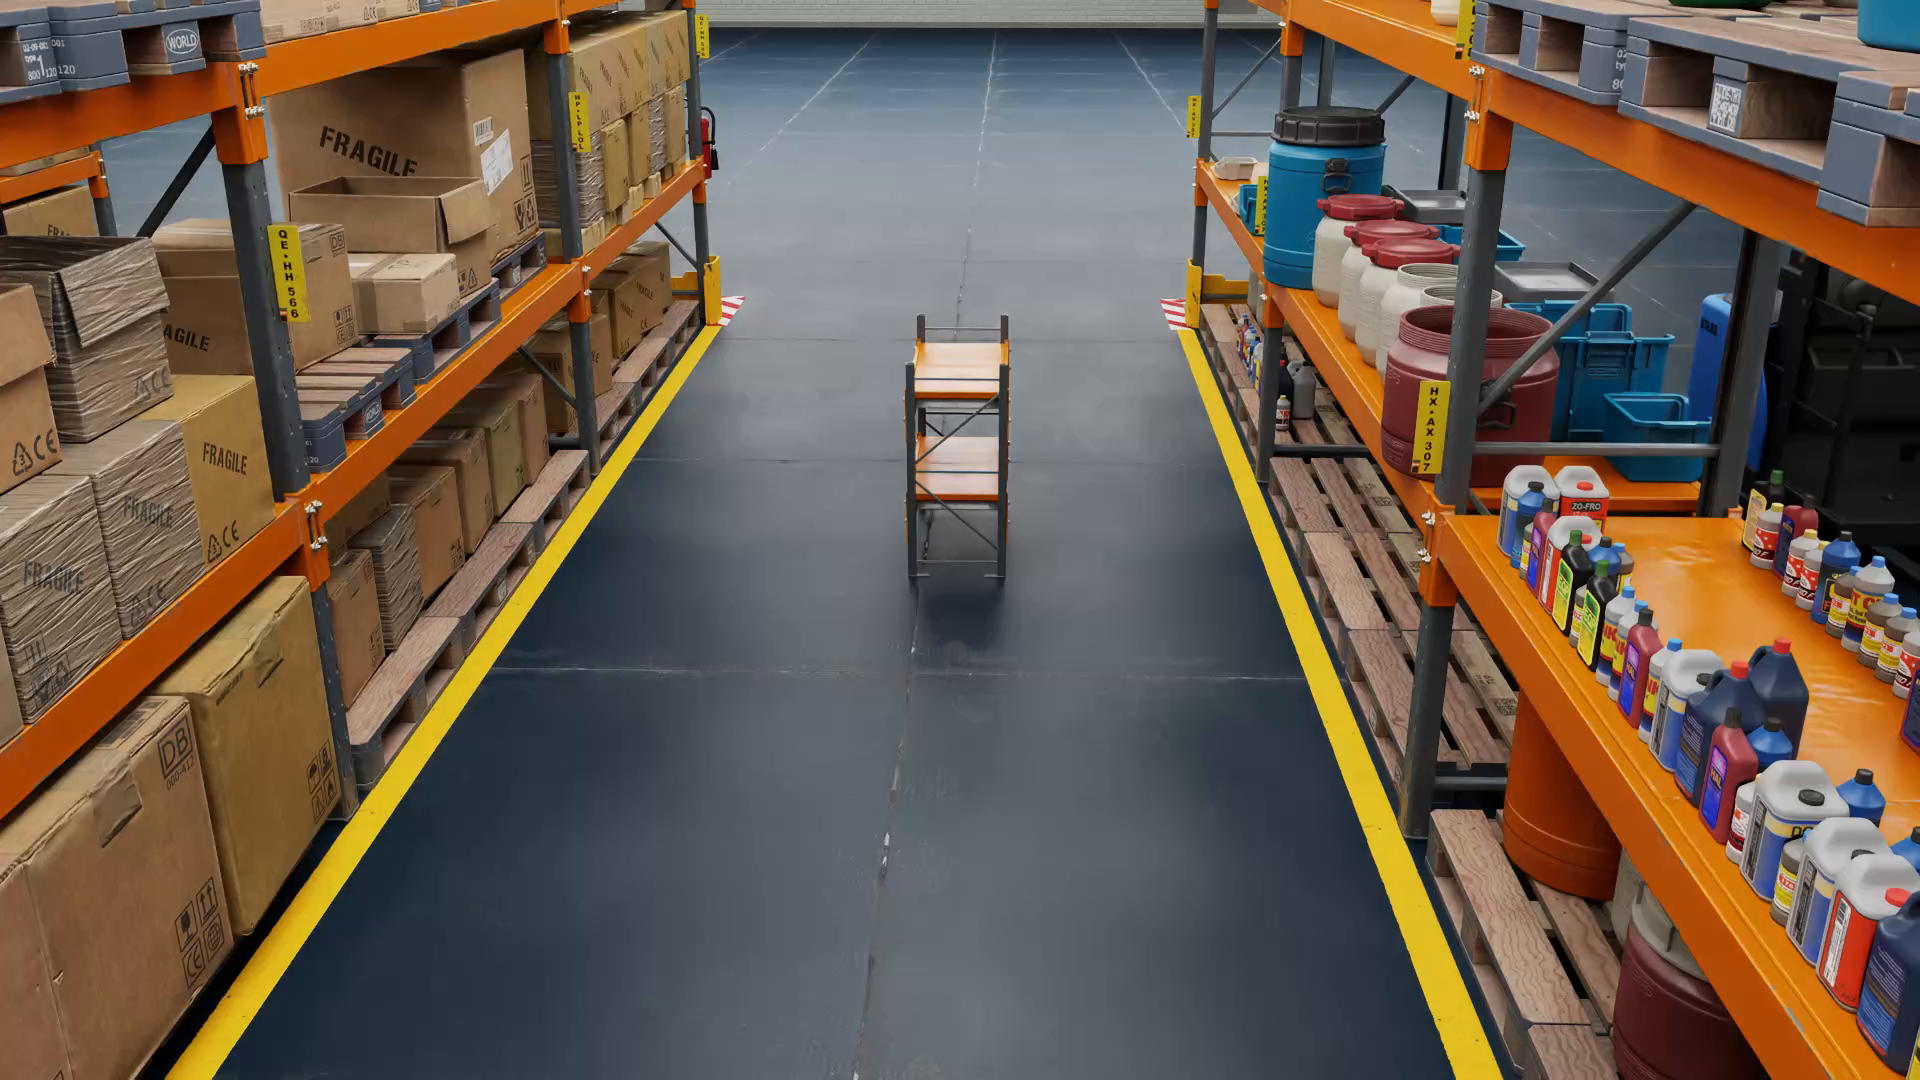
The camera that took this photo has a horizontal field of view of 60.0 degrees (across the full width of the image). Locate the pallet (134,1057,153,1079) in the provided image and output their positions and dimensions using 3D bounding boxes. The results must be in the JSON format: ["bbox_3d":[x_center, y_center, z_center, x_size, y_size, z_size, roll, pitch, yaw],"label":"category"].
[{"bbox_3d":[-2.943,1.669,4.436,1.003,0.211,1.213,1,21,2],"label":"pallet"}]

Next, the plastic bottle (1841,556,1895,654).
[{"bbox_3d":[2.520,0.176,4.607,0.097,0.271,0.097,0,21,0],"label":"plastic bottle"}]

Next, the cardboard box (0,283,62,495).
[{"bbox_3d":[-2.865,-0.370,4.311,0.797,0.503,0.637,1,21,3],"label":"cardboard box"}]

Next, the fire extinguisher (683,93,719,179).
[{"bbox_3d":[-2.097,-3.248,13.361,0.296,0.674,0.183,1,21,2],"label":"fire extinguisher"}]

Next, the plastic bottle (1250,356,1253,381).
[{"bbox_3d":[2.001,-1.172,11.162,0.097,0.201,0.097,0,21,0],"label":"plastic bottle"}]

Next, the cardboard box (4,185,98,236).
[{"bbox_3d":[-7.470,-2.298,13.163,0.875,0.875,0.875,1,21,2],"label":"cardboard box"}]

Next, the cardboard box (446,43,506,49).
[{"bbox_3d":[-2.944,-2.619,9.700,0.500,0.500,0.500,1,21,2],"label":"cardboard box"}]

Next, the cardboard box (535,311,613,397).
[{"bbox_3d":[-2.620,-1.184,10.807,0.500,0.500,0.500,8,22,19],"label":"cardboard box"}]

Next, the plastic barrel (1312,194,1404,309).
[{"bbox_3d":[2.020,-1.467,8.475,0.433,0.535,0.433,0,21,0],"label":"plastic barrel"}]

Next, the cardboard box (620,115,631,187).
[{"bbox_3d":[-2.642,-2.511,10.805,0.875,0.500,0.500,1,21,2],"label":"cardboard box"}]

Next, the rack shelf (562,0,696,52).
[{"bbox_3d":[-2.622,-3.588,10.977,1.077,0.370,4.000,1,21,2],"label":"rack shelf"}]

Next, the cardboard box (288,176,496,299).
[{"bbox_3d":[-2.643,-1.418,7.813,0.797,0.503,0.637,3,21,7],"label":"cardboard box"}]

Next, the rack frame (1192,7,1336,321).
[{"bbox_3d":[2.390,-3.193,13.113,1.000,3.000,0.127,1,21,2],"label":"rack frame"}]

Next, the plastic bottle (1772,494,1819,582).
[{"bbox_3d":[2.554,-0.012,5.075,0.061,0.283,0.133,1,21,2],"label":"plastic bottle"}]

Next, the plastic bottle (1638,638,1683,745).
[{"bbox_3d":[1.744,0.371,4.104,0.097,0.271,0.097,0,21,0],"label":"plastic bottle"}]

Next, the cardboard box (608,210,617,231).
[{"bbox_3d":[-2.377,-2.030,10.463,0.380,0.149,0.250,1,21,2],"label":"cardboard box"}]

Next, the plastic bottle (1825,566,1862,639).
[{"bbox_3d":[2.523,0.173,4.711,0.097,0.201,0.097,0,21,0],"label":"plastic bottle"}]

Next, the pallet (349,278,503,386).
[{"bbox_3d":[-2.785,-0.982,7.679,1.003,0.211,1.213,1,21,2],"label":"pallet"}]

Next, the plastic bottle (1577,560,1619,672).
[{"bbox_3d":[1.740,0.205,4.515,0.061,0.283,0.133,1,21,2],"label":"plastic bottle"}]

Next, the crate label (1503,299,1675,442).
[{"bbox_3d":[2.447,-0.674,6.570,0.502,0.435,0.616,1,21,2],"label":"crate label"}]

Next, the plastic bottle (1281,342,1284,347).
[{"bbox_3d":[2.131,-1.166,11.034,0.061,0.283,0.133,1,21,2],"label":"plastic bottle"}]

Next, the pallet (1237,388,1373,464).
[{"bbox_3d":[2.330,-0.690,10.514,1.003,0.211,1.213,1,21,2],"label":"pallet"}]

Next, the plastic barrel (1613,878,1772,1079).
[{"bbox_3d":[2.114,1.213,4.509,0.600,0.588,0.708,1,21,2],"label":"plastic barrel"}]

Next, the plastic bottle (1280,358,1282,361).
[{"bbox_3d":[2.006,-1.023,10.572,0.144,0.351,0.185,0,21,-1],"label":"plastic bottle"}]

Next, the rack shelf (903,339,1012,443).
[{"bbox_3d":[0.000,-0.795,8.713,0.538,0.278,1.000,1,21,2],"label":"rack shelf"}]

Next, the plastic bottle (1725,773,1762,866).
[{"bbox_3d":[1.728,0.603,3.604,0.097,0.201,0.097,0,21,0],"label":"plastic bottle"}]

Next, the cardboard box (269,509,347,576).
[{"bbox_3d":[-2.814,0.013,6.660,0.500,0.250,0.500,1,21,4],"label":"cardboard box"}]

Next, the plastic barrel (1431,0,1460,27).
[{"bbox_3d":[1.952,-2.097,6.332,0.301,0.262,0.301,0,21,0],"label":"plastic barrel"}]

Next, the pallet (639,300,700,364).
[{"bbox_3d":[-2.623,-1.627,12.931,1.003,0.211,1.213,1,21,2],"label":"pallet"}]

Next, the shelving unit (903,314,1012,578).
[{"bbox_3d":[0.000,-0.522,8.819,0.538,1.125,1.048,1,21,2],"label":"shelving unit"}]

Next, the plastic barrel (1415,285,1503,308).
[{"bbox_3d":[1.964,-0.727,6.602,0.421,0.512,0.421,0,21,0],"label":"plastic barrel"}]

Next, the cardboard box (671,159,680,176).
[{"bbox_3d":[-2.327,-2.844,12.560,0.380,0.149,0.250,1,21,2],"label":"cardboard box"}]

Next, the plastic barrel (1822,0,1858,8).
[{"bbox_3d":[2.260,-1.441,4.061,0.301,0.262,0.301,0,21,0],"label":"plastic barrel"}]

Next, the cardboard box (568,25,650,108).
[{"bbox_3d":[-2.381,-3.156,11.083,0.500,0.500,0.500,1,21,2],"label":"cardboard box"}]

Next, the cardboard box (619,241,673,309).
[{"bbox_3d":[-2.597,-2.053,13.048,0.500,0.500,0.500,5,22,12],"label":"cardboard box"}]

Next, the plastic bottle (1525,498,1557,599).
[{"bbox_3d":[1.755,0.025,4.980,0.061,0.283,0.133,1,21,2],"label":"plastic bottle"}]

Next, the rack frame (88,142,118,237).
[{"bbox_3d":[-7.515,-3.339,13.488,1.000,3.000,0.127,1,21,2],"label":"rack frame"}]

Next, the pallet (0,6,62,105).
[{"bbox_3d":[-2.802,-1.028,3.646,1.003,0.211,1.213,2,21,4],"label":"pallet"}]

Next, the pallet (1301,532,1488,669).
[{"bbox_3d":[2.249,0.279,8.017,1.003,0.211,1.213,1,21,2],"label":"pallet"}]

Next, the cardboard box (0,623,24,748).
[{"bbox_3d":[-2.621,0.331,3.891,0.500,0.500,0.500,1,21,3],"label":"cardboard box"}]

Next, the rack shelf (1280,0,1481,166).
[{"bbox_3d":[2.207,-2.087,7.109,1.077,0.370,4.000,1,21,2],"label":"rack shelf"}]

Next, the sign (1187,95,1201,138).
[{"bbox_3d":[1.840,-3.330,13.082,0.100,0.325,0.005,1,21,2],"label":"sign"}]

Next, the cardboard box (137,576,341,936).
[{"bbox_3d":[-2.846,0.689,5.464,1.225,0.875,0.875,0,21,-1],"label":"cardboard box"}]

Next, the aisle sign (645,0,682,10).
[{"bbox_3d":[-2.259,-4.479,12.832,0.394,0.787,0.004,1,21,2],"label":"aisle sign"}]

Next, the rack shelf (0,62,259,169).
[{"bbox_3d":[-2.865,-0.695,3.522,1.077,0.370,4.000,1,21,2],"label":"rack shelf"}]

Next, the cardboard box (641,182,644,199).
[{"bbox_3d":[-2.381,-2.392,11.395,0.380,0.149,0.250,1,21,2],"label":"cardboard box"}]

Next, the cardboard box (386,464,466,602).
[{"bbox_3d":[-2.789,-0.043,7.842,0.700,0.500,0.500,2,21,6],"label":"cardboard box"}]

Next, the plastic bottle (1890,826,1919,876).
[{"bbox_3d":[1.870,0.691,3.280,0.097,0.271,0.097,0,21,0],"label":"plastic bottle"}]

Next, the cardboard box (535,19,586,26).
[{"bbox_3d":[-2.886,-3.342,11.564,0.500,0.500,0.500,1,21,2],"label":"cardboard box"}]

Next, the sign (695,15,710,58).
[{"bbox_3d":[-2.007,-3.922,12.952,0.100,0.325,0.005,1,21,2],"label":"sign"}]

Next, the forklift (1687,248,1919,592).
[{"bbox_3d":[4.897,-1.292,8.308,1.130,2.935,3.031,0,21,-1],"label":"forklift"}]

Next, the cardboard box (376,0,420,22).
[{"bbox_3d":[-2.513,-2.223,6.671,0.500,0.250,0.500,1,21,3],"label":"cardboard box"}]

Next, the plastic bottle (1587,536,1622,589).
[{"bbox_3d":[1.826,0.122,4.747,0.097,0.271,0.097,0,21,0],"label":"plastic bottle"}]

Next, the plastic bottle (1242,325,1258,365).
[{"bbox_3d":[2.013,-1.351,11.527,0.097,0.271,0.097,0,21,0],"label":"plastic bottle"}]

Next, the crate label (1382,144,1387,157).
[{"bbox_3d":[2.604,-2.542,11.384,0.502,0.435,0.616,1,21,2],"label":"crate label"}]

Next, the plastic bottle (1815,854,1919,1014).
[{"bbox_3d":[1.740,0.743,3.140,0.152,0.276,0.135,1,21,2],"label":"plastic bottle"}]
